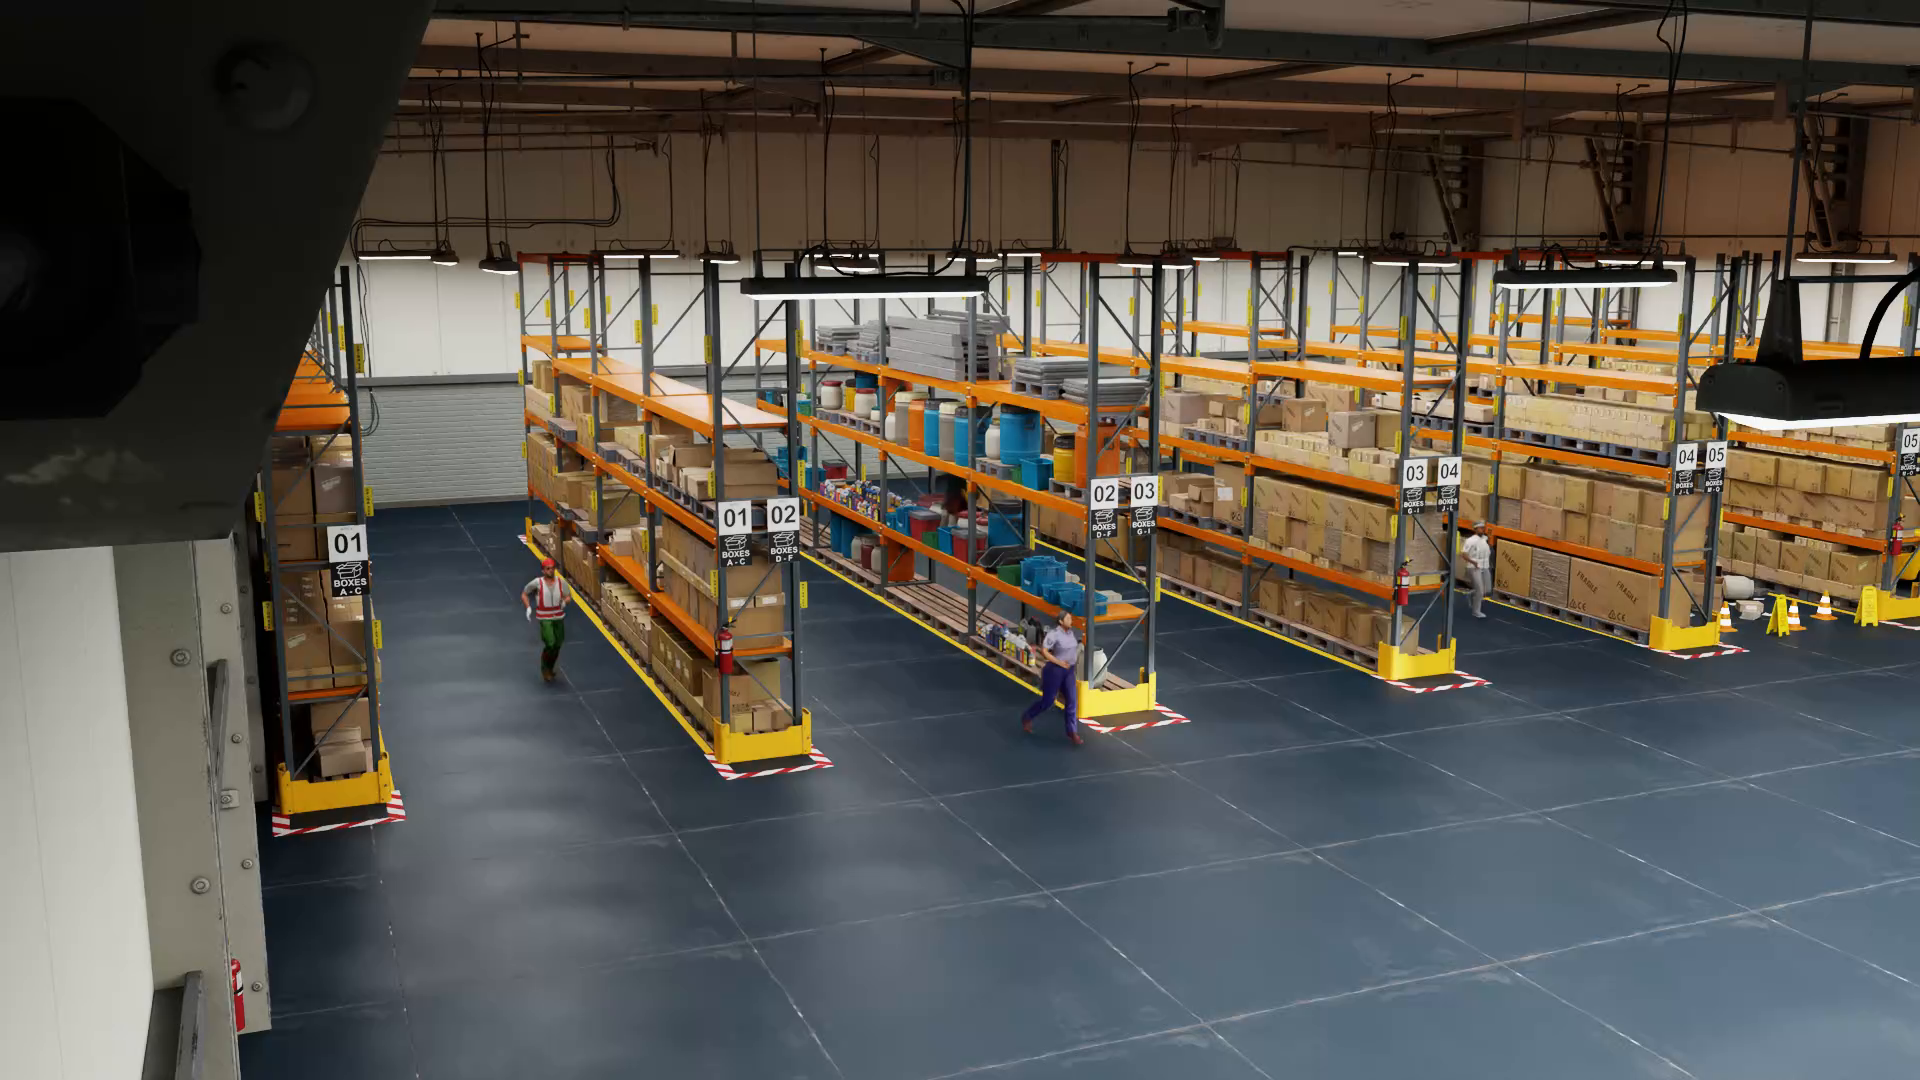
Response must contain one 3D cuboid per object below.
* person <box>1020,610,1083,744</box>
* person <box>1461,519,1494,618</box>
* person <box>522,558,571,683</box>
[{"bbox_3d":[1.288,1.708,21.173,0.692,1.629,0.926,-10,14,-44],"label":"person"},{"bbox_3d":[8.681,0.457,27.947,0.574,1.649,0.586,-4,11,-23],"label":"person"},{"bbox_3d":[-5.853,1.148,23.793,0.641,1.785,0.699,-7,13,-35],"label":"person"}]
